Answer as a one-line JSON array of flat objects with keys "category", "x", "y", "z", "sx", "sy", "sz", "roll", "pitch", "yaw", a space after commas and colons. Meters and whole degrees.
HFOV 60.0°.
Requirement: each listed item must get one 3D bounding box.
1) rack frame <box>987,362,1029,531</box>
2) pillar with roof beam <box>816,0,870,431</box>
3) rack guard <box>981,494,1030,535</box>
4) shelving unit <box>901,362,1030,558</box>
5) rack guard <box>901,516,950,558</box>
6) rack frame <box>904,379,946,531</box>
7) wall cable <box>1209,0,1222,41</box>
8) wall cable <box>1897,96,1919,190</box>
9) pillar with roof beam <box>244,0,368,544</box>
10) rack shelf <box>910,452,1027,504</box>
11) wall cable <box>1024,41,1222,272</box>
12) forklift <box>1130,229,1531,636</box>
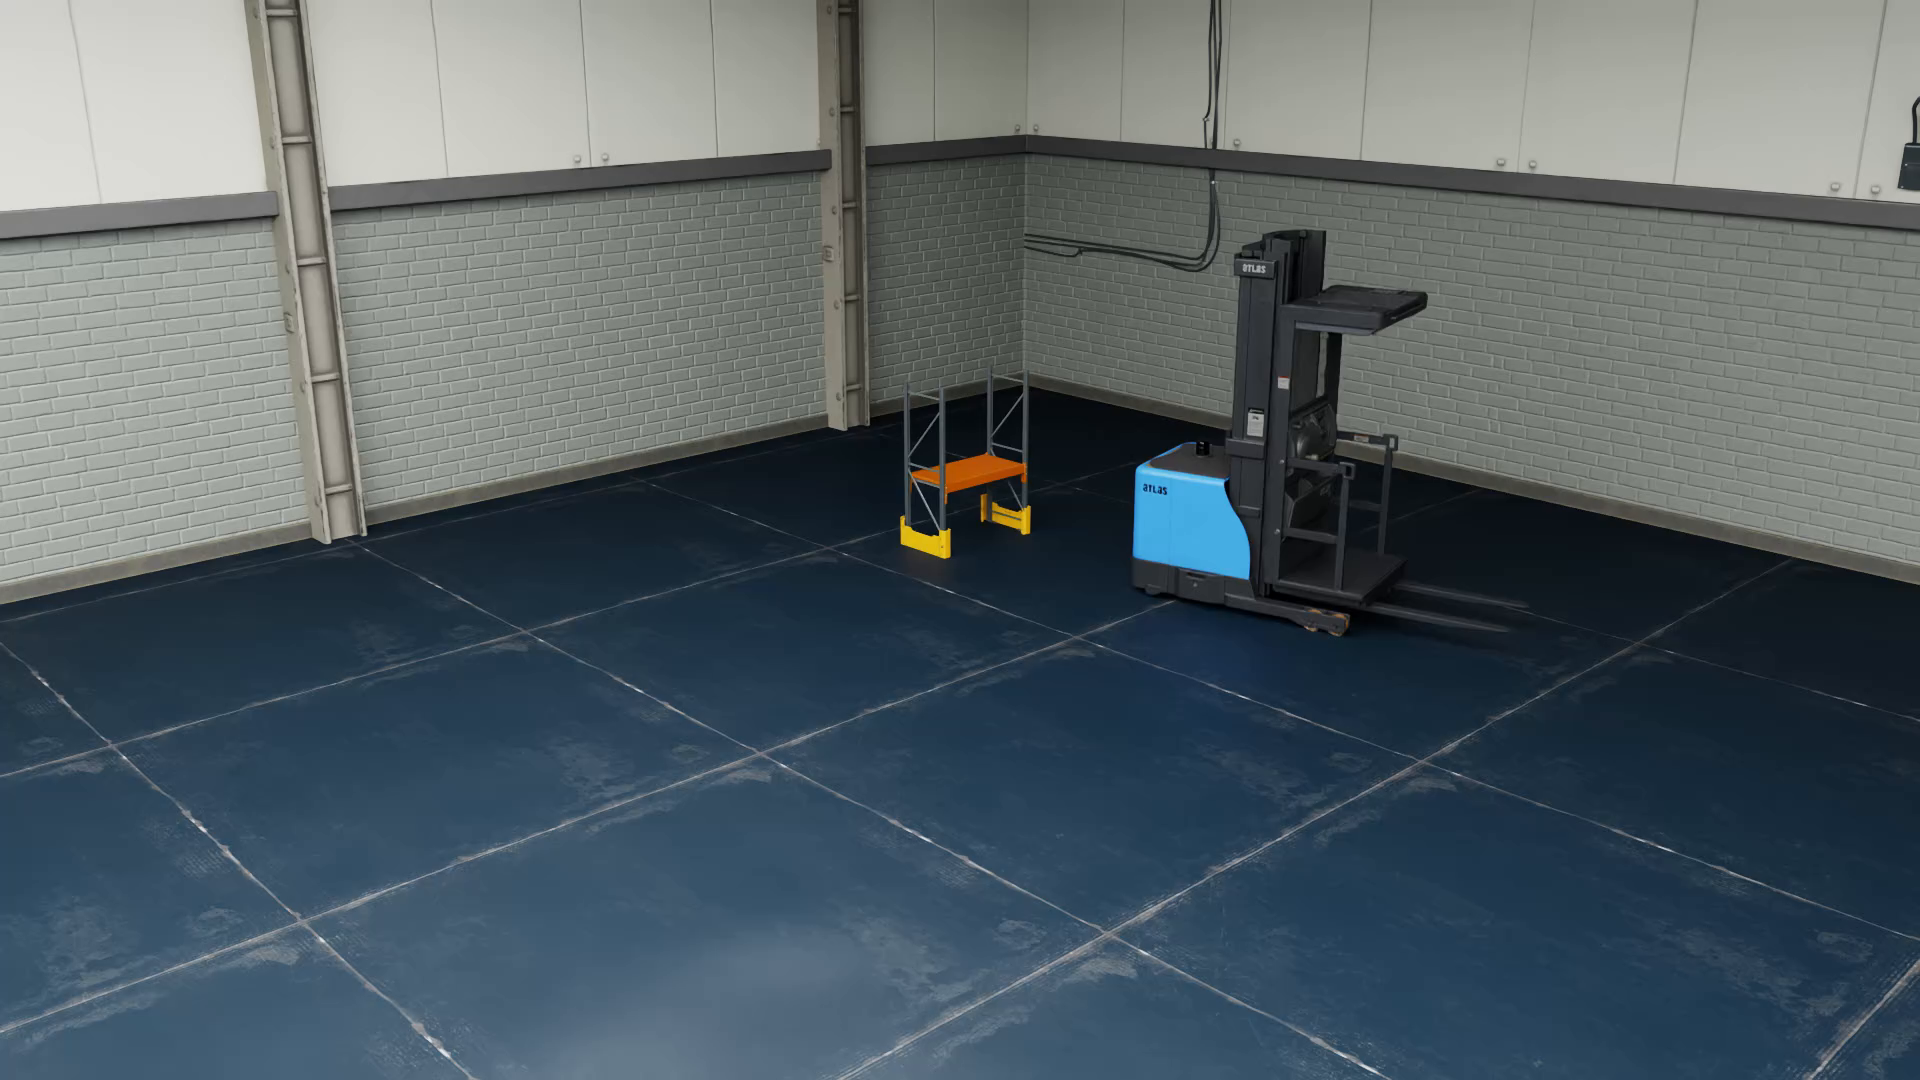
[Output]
[{"category": "rack frame", "x": 0.431, "y": -0.839, "z": 15.141, "sx": 0.032, "sy": 1.500, "sz": 0.500, "roll": -16, "pitch": 24, "yaw": -41}, {"category": "pillar with roof beam", "x": 1.683, "y": -4.625, "z": 14.659, "sx": 0.400, "sy": 9.000, "sz": 9.100, "roll": -16, "pitch": 24, "yaw": -41}, {"category": "rack guard", "x": 0.417, "y": -0.241, "z": 15.321, "sx": 0.087, "sy": 0.250, "sz": 0.587, "roll": -16, "pitch": 24, "yaw": -41}, {"category": "shelving unit", "x": 0.055, "y": -0.730, "z": 14.803, "sx": 1.083, "sy": 1.500, "sz": 0.587, "roll": -16, "pitch": 24, "yaw": -41}, {"category": "rack guard", "x": -0.306, "y": -0.030, "z": 14.670, "sx": 0.087, "sy": 0.250, "sz": 0.587, "roll": -16, "pitch": 24, "yaw": -41}, {"category": "rack frame", "x": -0.307, "y": -0.624, "z": 14.477, "sx": 0.032, "sy": 1.500, "sz": 0.500, "roll": -16, "pitch": 24, "yaw": -41}, {"category": "wall cable", "x": 3.634, "y": -6.237, "z": 16.476, "sx": 0.112, "sy": 2.526, "sz": 3.097, "roll": -16, "pitch": 24, "yaw": -41}, {"category": "wall cable", "x": 8.286, "y": -5.405, "z": 11.550, "sx": 0.169, "sy": 6.003, "sz": 2.305, "roll": -16, "pitch": 24, "yaw": -41}, {"category": "pillar with roof beam", "x": -2.676, "y": -3.354, "z": 10.738, "sx": 0.400, "sy": 9.000, "sz": 9.100, "roll": -16, "pitch": 24, "yaw": -41}, {"category": "rack shelf", "x": 0.062, "y": -0.560, "z": 14.865, "sx": 1.000, "sy": 0.185, "sz": 0.538, "roll": -16, "pitch": 24, "yaw": -41}, {"category": "wall cable", "x": 1.775, "y": -4.441, "z": 19.125, "sx": 0.112, "sy": 2.526, "sz": 3.097, "roll": -16, "pitch": 24, "yaw": -41}, {"category": "forklift", "x": 2.916, "y": -0.847, "z": 12.845, "sx": 3.031, "sy": 2.935, "sz": 1.130, "roll": 11, "pitch": 21, "yaw": 30}]
